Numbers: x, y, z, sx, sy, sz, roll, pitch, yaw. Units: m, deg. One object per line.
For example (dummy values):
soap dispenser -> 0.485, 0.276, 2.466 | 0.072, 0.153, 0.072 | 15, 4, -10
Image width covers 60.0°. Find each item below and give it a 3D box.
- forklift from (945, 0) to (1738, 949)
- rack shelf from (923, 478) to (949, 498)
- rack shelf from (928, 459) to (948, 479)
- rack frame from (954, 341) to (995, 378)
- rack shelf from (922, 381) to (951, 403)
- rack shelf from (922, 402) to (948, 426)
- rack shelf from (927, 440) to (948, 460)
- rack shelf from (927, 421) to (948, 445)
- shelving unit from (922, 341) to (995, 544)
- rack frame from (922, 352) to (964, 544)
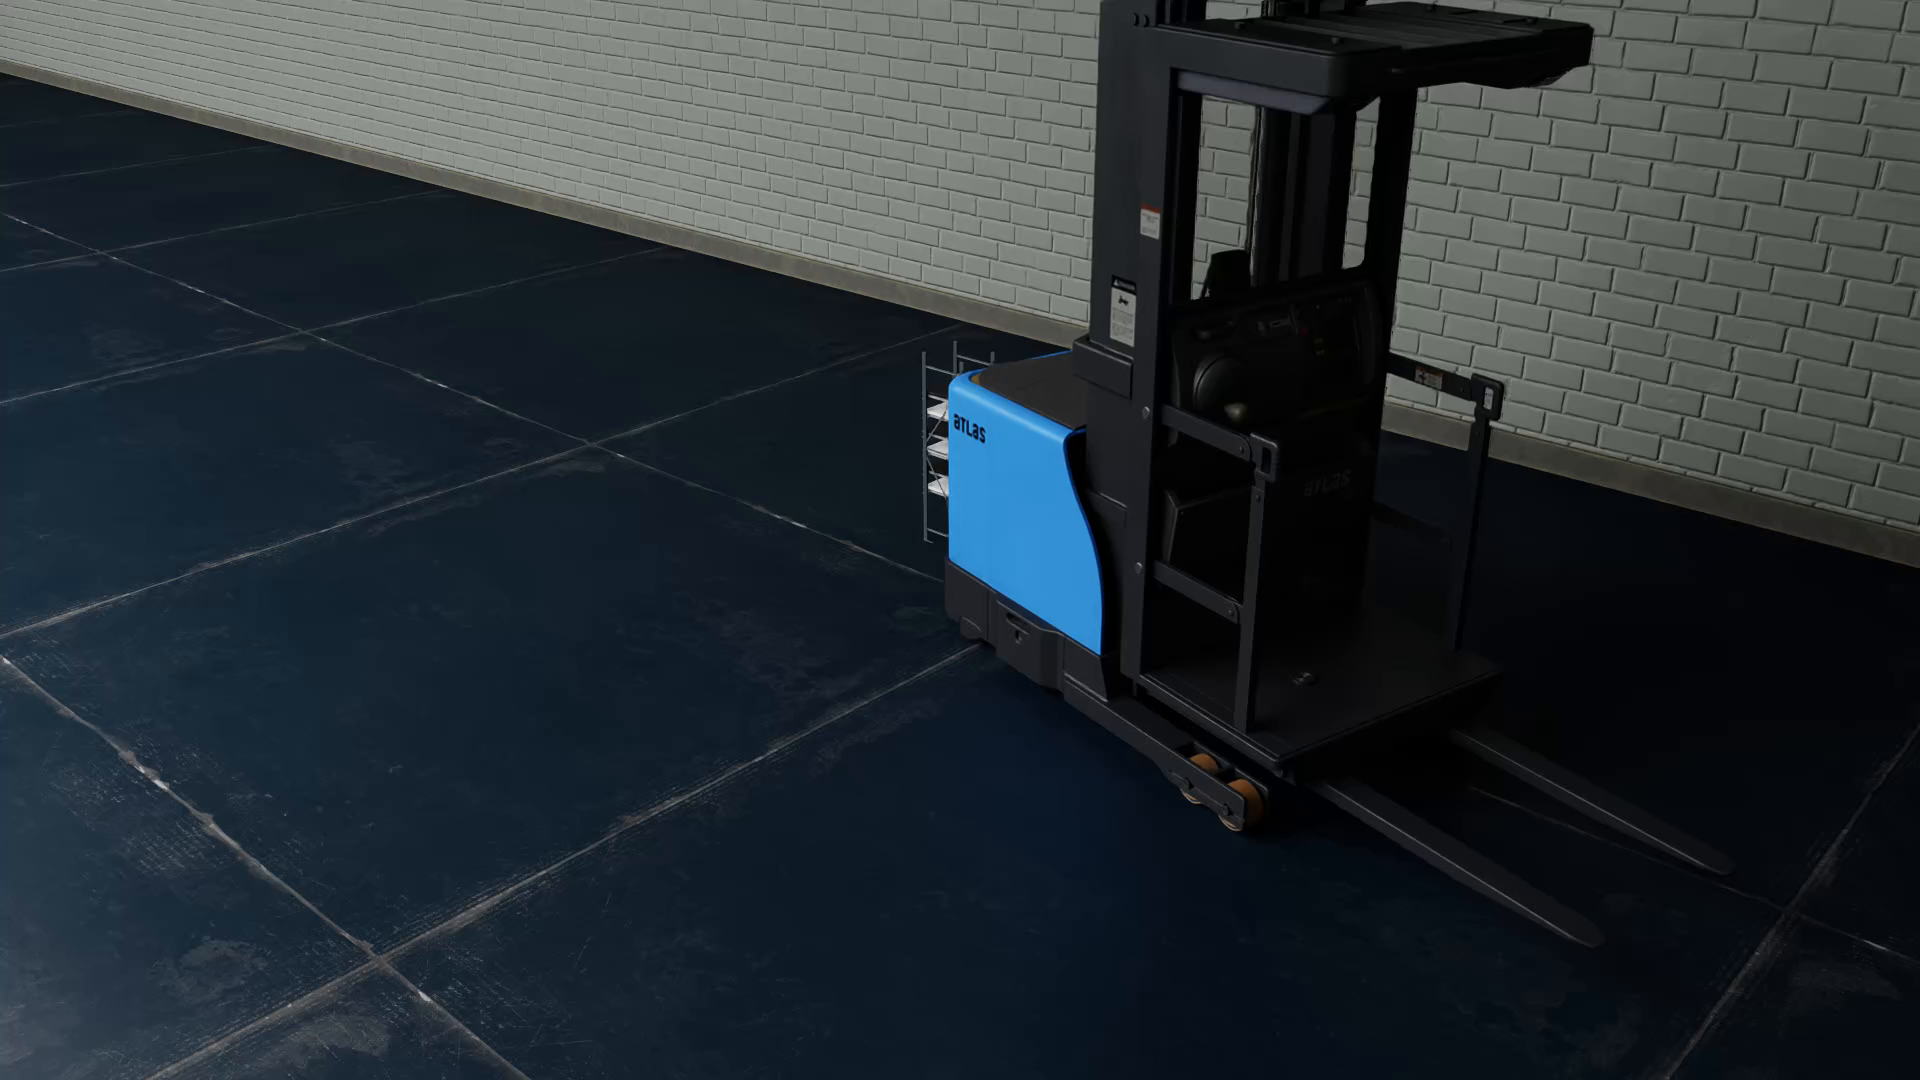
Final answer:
forklift -> 1.177, -0.603, 5.374 | 1.130, 2.935, 3.031 | -15, 28, -31
rack shelf -> -0.005, -0.213, 7.510 | 0.258, 0.077, 0.200 | 20, 31, 38
rack shelf -> -0.005, -0.296, 7.473 | 0.258, 0.077, 0.200 | 20, 31, 38
rack frame -> 0.062, -0.439, 7.492 | 0.240, 0.900, 0.006 | 20, 31, 38
rack shelf -> -0.005, -0.624, 7.326 | 0.258, 0.077, 0.200 | 20, 31, 38
rack shelf -> -0.005, -0.542, 7.362 | 0.258, 0.077, 0.200 | 20, 31, 38
rack shelf -> -0.005, -0.378, 7.436 | 0.258, 0.077, 0.200 | 20, 31, 38
rack shelf -> -0.005, -0.460, 7.399 | 0.258, 0.077, 0.200 | 20, 31, 38
shelving unit -> -0.005, -0.408, 7.422 | 0.258, 0.900, 0.210 | 20, 31, 38
rack frame -> -0.073, -0.377, 7.353 | 0.240, 0.900, 0.006 | 20, 31, 38
